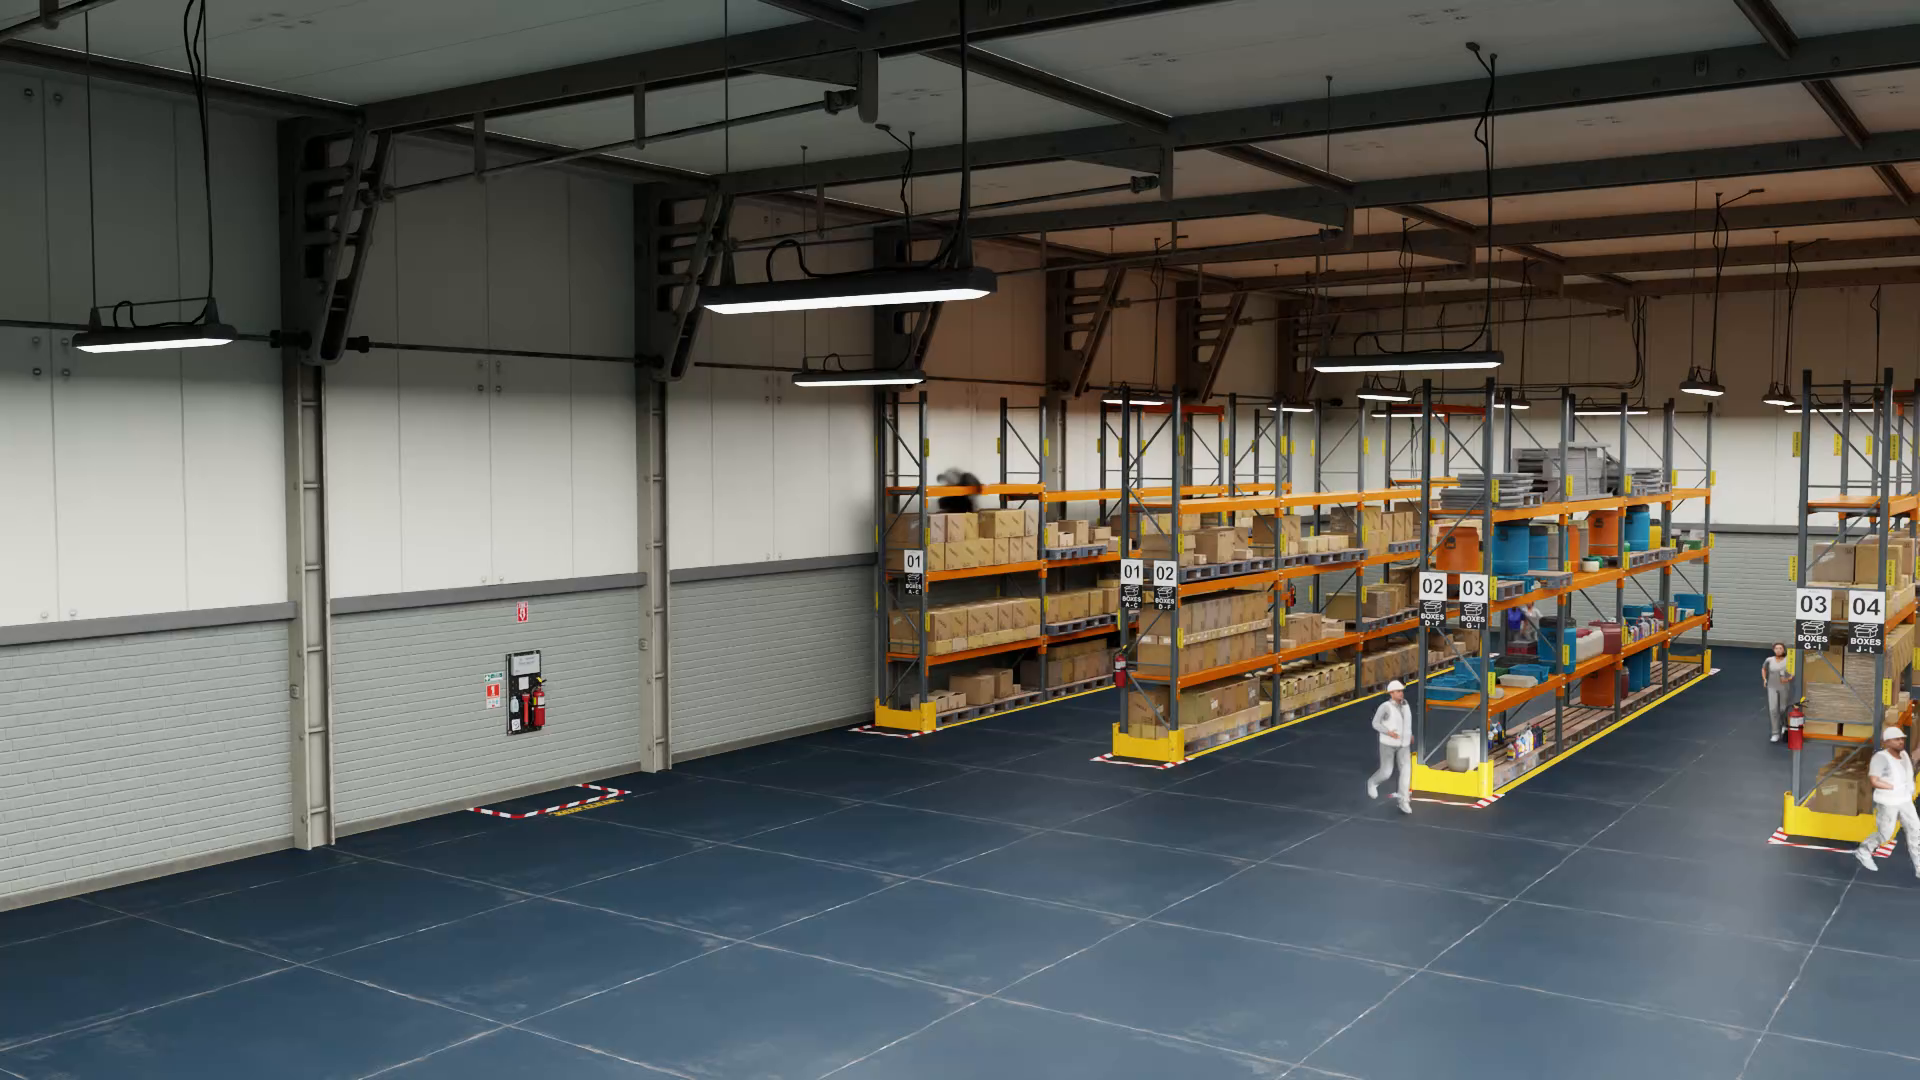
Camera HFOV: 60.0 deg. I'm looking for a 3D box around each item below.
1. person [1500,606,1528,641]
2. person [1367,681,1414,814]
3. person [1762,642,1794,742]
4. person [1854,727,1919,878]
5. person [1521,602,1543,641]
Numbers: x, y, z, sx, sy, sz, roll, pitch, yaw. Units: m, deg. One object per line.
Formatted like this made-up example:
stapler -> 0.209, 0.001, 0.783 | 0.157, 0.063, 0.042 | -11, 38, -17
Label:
person -> 12.419, 2.137, 37.313 | 0.600, 1.635, 0.745 | 1, 3, 20
person -> 6.036, 2.835, 23.067 | 0.693, 1.769, 0.974 | -1, 3, -18
person -> 14.061, 2.589, 28.572 | 0.570, 1.666, 0.805 | 2, 4, 34
person -> 10.775, 3.031, 19.202 | 0.706, 1.763, 1.013 | -1, 3, -25
person -> 13.219, 2.104, 38.511 | 0.567, 1.542, 0.593 | 1, 3, 15
